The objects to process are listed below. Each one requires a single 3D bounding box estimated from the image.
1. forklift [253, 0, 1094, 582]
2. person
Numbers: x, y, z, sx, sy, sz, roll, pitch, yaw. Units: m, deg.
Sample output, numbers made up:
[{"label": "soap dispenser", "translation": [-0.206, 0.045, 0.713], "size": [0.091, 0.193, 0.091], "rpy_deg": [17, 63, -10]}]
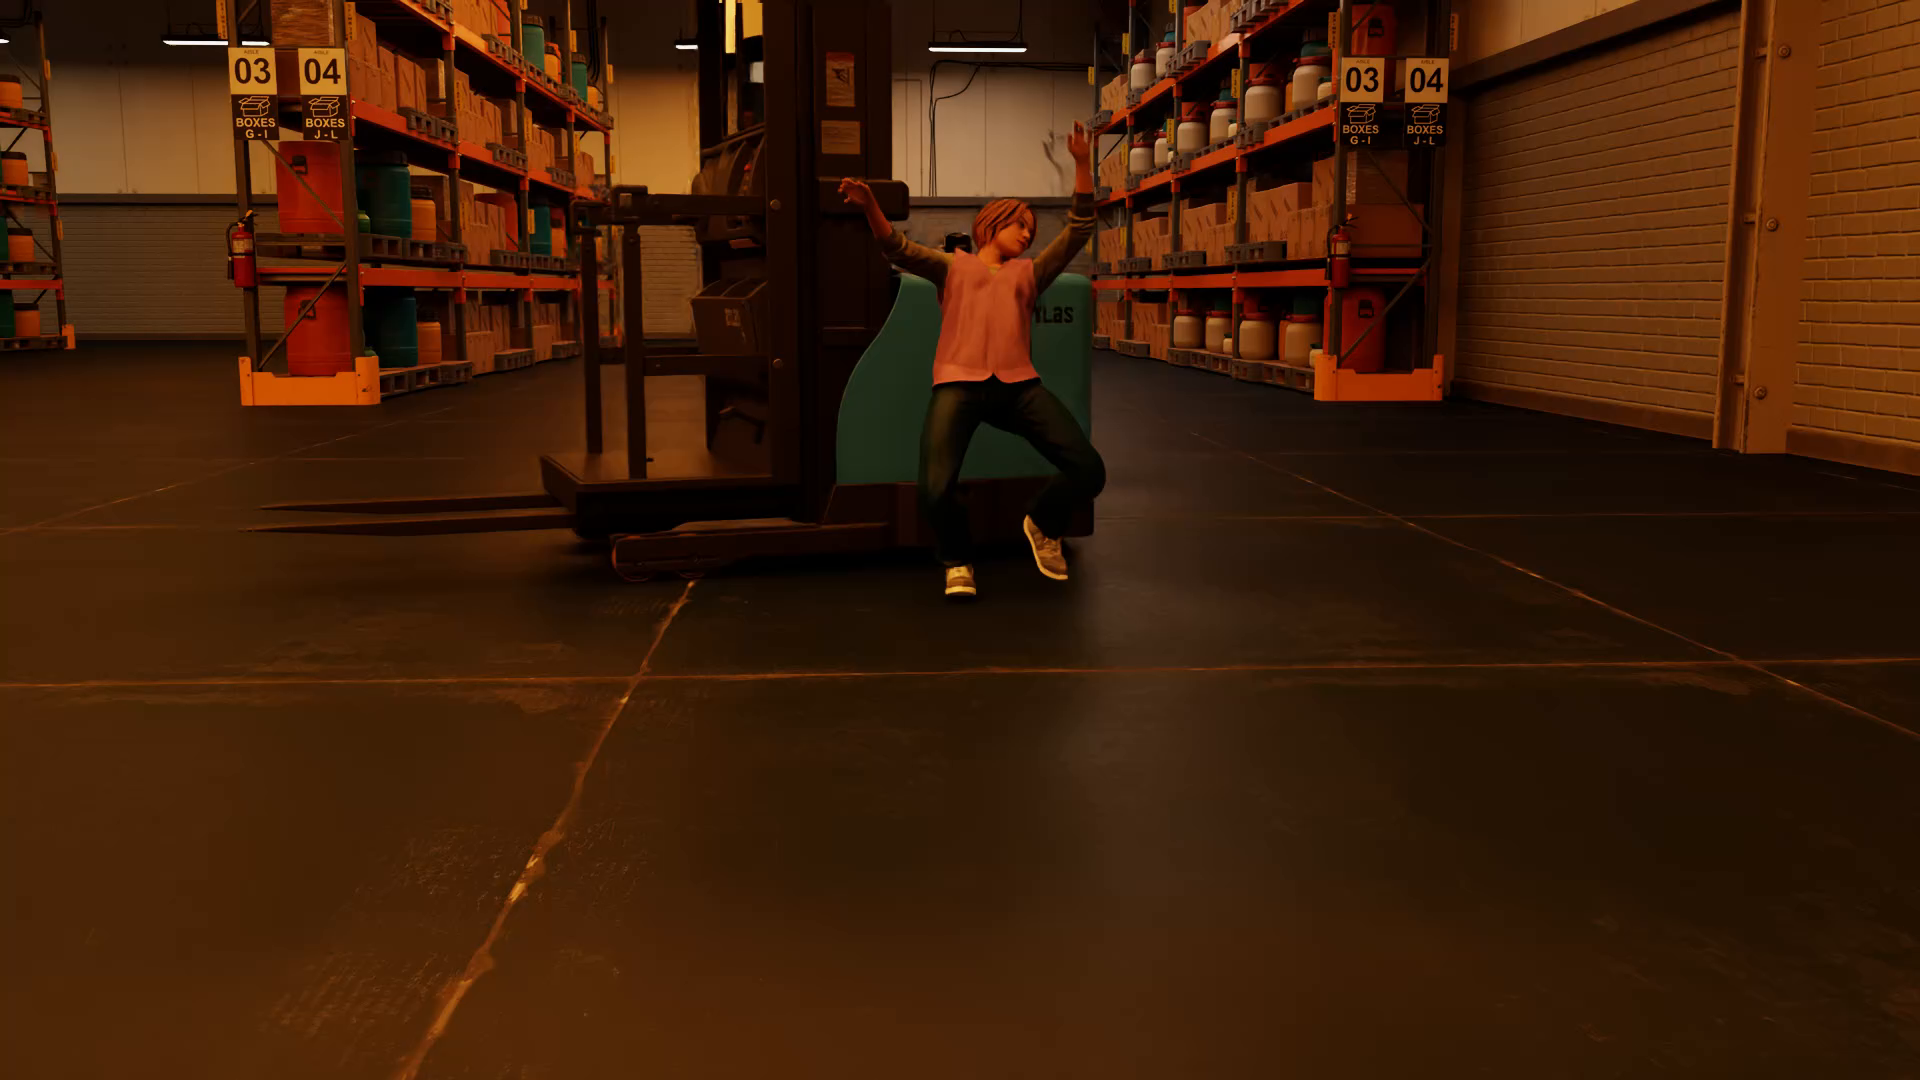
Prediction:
[{"label": "forklift", "translation": [-1.051, -1.389, 6.184], "size": [3.031, 2.935, 1.130], "rpy_deg": [-3, 9, -21]}, {"label": "person", "translation": [-0.002, -0.571, 5.400], "size": [0.862, 1.515, 0.607], "rpy_deg": [-2, 9, -13]}]
